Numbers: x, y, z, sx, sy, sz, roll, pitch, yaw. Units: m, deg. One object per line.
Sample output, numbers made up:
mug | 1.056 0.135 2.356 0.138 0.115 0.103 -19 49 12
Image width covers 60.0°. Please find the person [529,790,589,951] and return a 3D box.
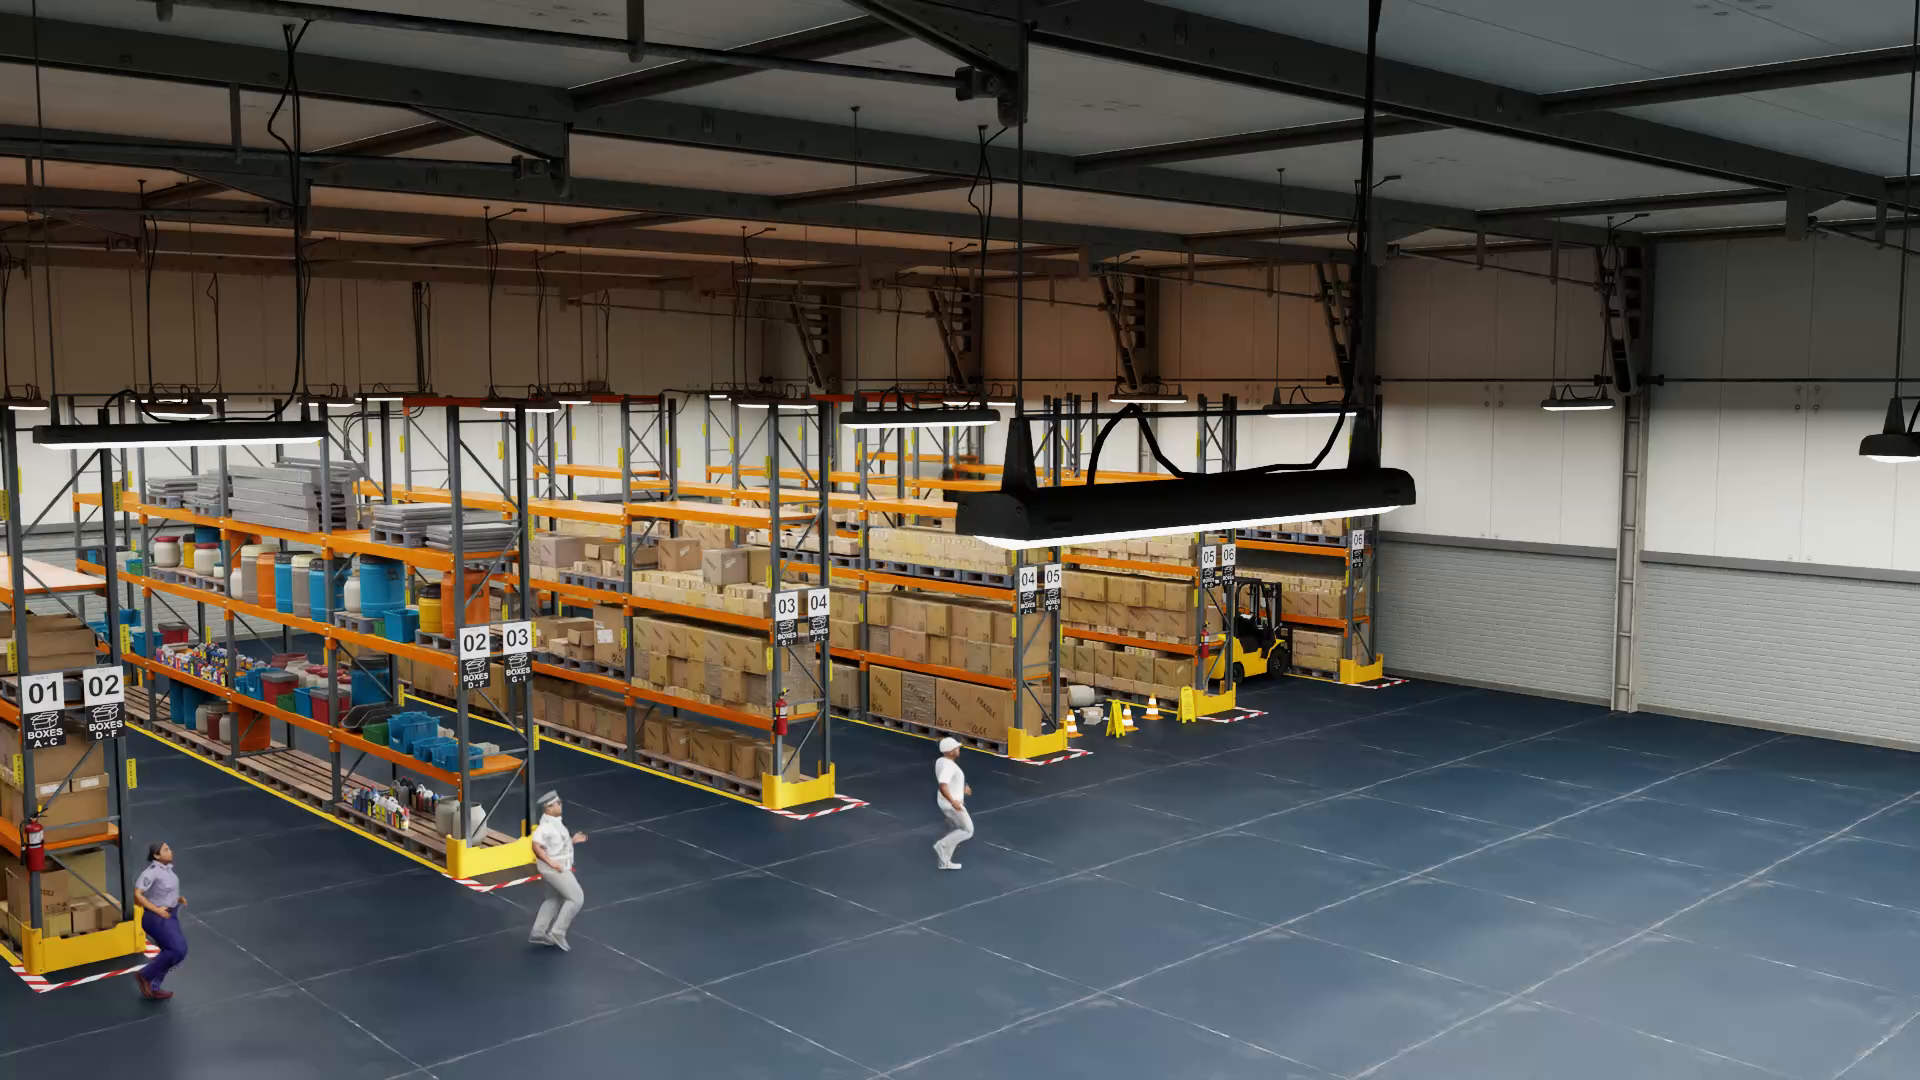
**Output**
person | -4.455 3.677 18.499 0.683 1.822 0.639 -2 6 -19

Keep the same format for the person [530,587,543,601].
person | -10.401 1.521 40.644 0.753 1.840 0.822 5 8 44

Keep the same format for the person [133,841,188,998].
person | -8.175 3.887 17.076 0.498 1.604 0.638 -1 6 -11

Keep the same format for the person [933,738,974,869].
person | -0.092 3.402 21.462 0.580 1.722 0.699 -1 6 -14
